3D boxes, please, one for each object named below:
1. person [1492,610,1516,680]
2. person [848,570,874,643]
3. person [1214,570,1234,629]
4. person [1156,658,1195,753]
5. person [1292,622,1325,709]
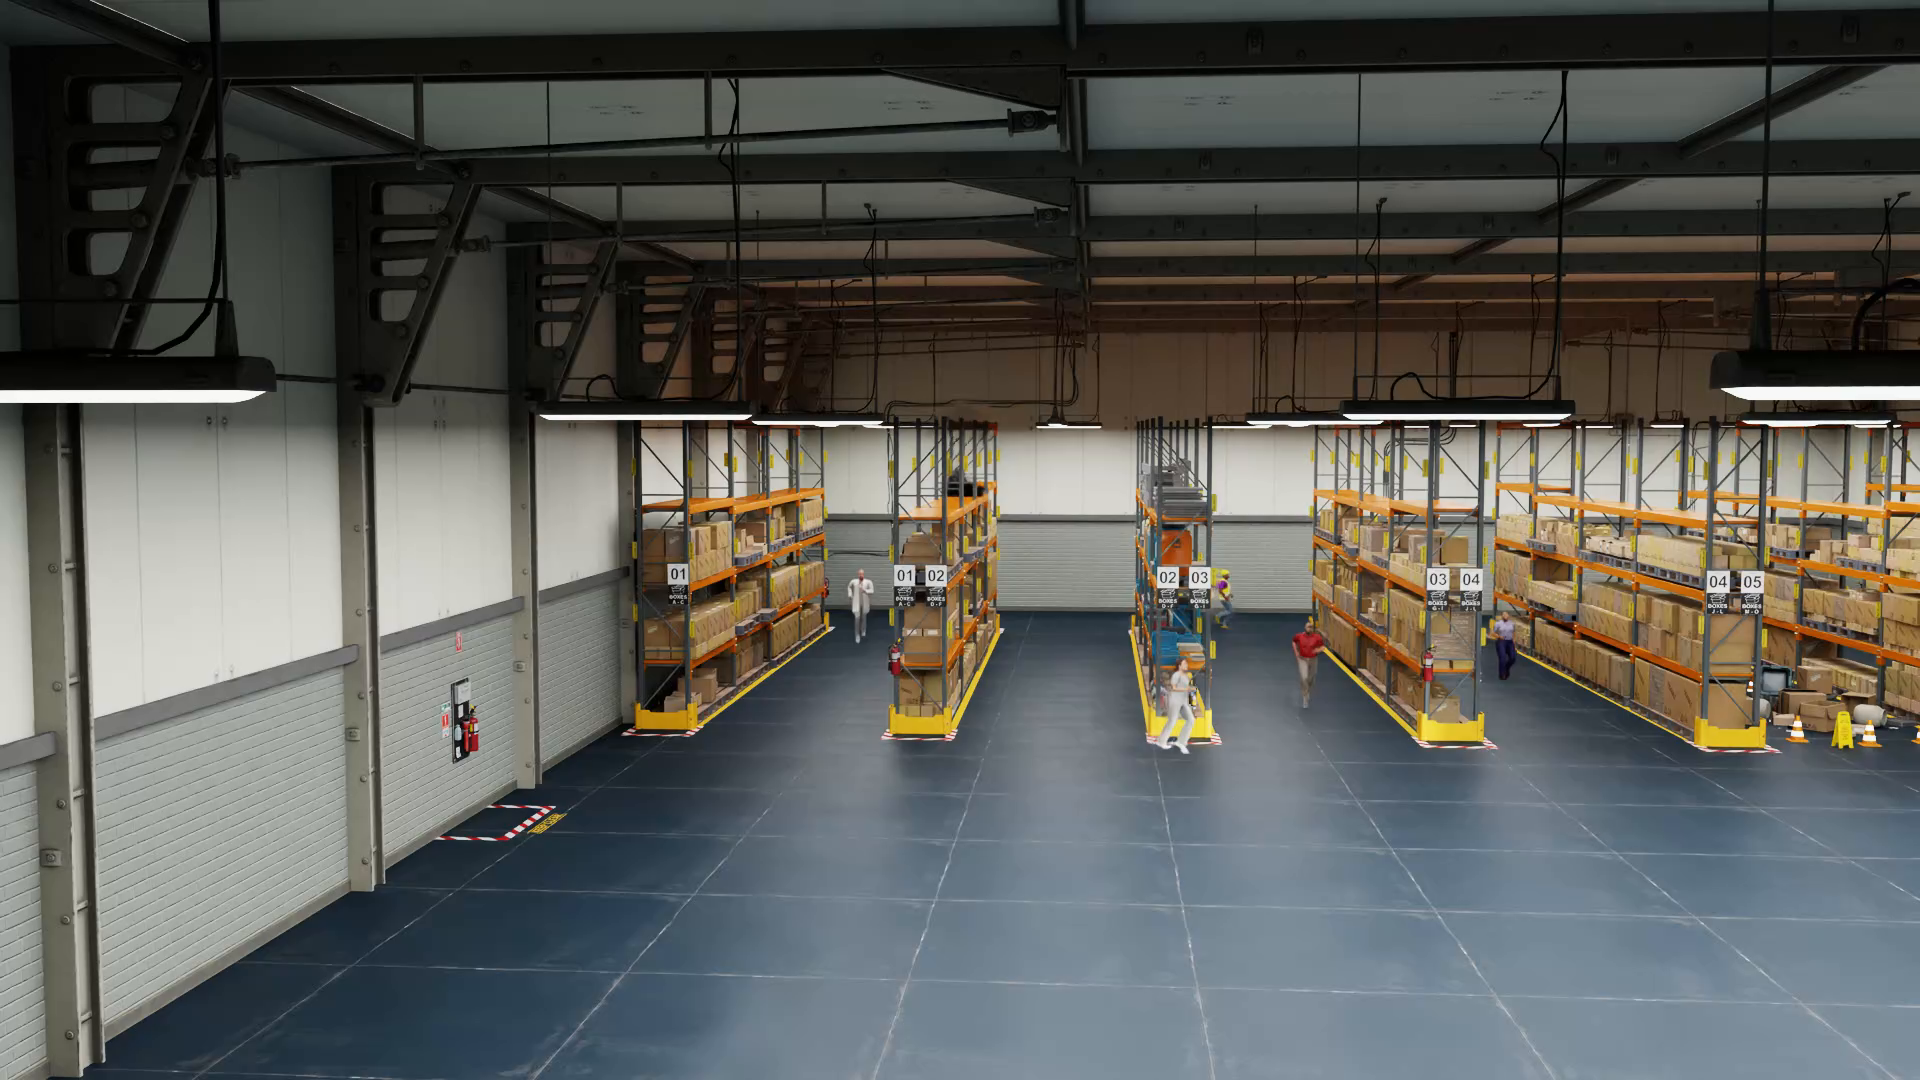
[{"bbox_3d":[12.561,2.421,38.253,0.598,1.601,0.533,0,4,-2],"label":"person"},{"bbox_3d":[-2.605,1.728,43.751,0.672,1.894,0.829,0,4,-6],"label":"person"},{"bbox_3d":[7.679,1.726,48.280,0.582,1.727,0.716,0,4,7],"label":"person"},{"bbox_3d":[3.911,2.954,29.775,0.724,1.706,0.567,3,5,36],"label":"person"},{"bbox_3d":[7.316,2.605,34.864,0.625,1.781,1.026,0,4,-2],"label":"person"}]
